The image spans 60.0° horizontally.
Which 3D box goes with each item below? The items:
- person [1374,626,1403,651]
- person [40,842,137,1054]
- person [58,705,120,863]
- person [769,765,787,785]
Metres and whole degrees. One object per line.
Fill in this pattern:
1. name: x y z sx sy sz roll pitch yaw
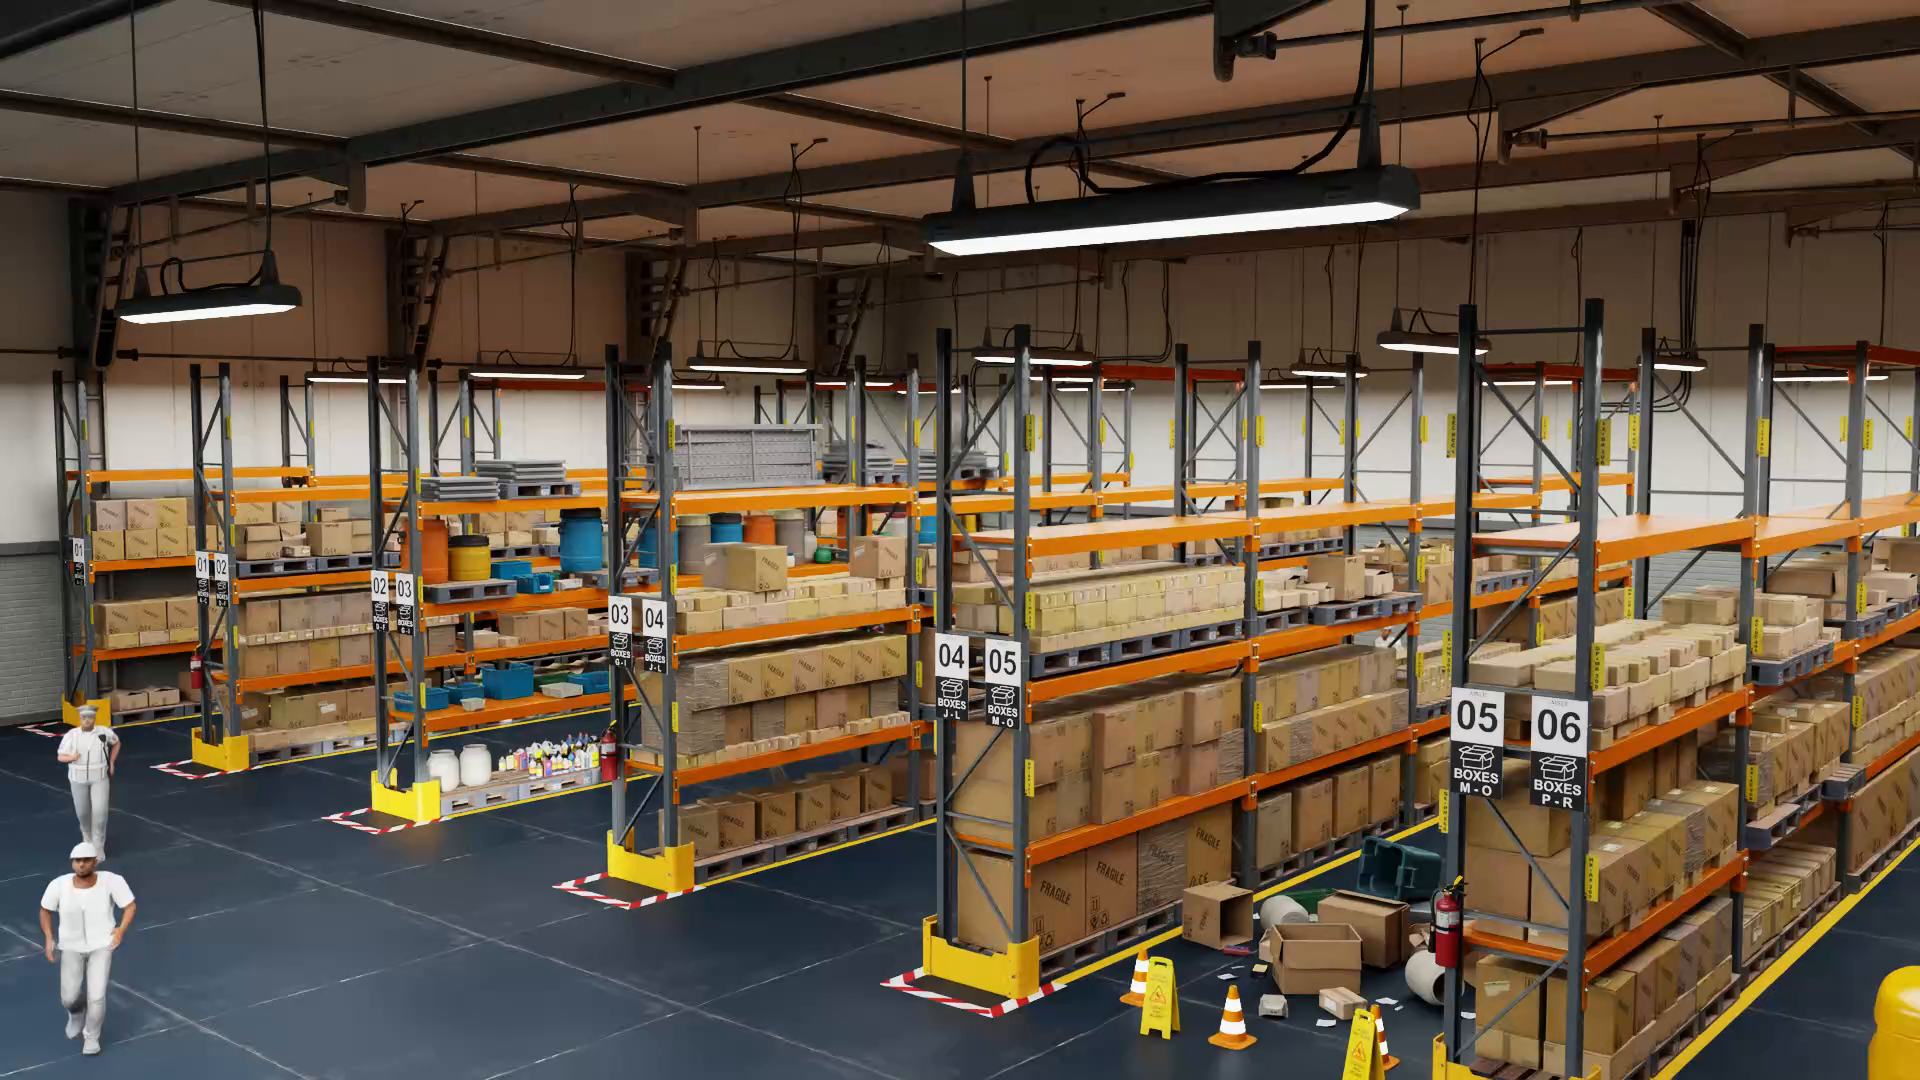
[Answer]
1. person: 7.370 2.289 28.710 0.603 1.712 0.690 3 5 32
2. person: -7.129 3.320 13.616 0.714 1.732 0.577 -2 5 -24
3. person: -10.302 2.846 19.682 0.647 1.826 0.823 -2 4 -23
4. person: -2.469 2.675 22.251 0.659 1.807 0.685 3 5 31
